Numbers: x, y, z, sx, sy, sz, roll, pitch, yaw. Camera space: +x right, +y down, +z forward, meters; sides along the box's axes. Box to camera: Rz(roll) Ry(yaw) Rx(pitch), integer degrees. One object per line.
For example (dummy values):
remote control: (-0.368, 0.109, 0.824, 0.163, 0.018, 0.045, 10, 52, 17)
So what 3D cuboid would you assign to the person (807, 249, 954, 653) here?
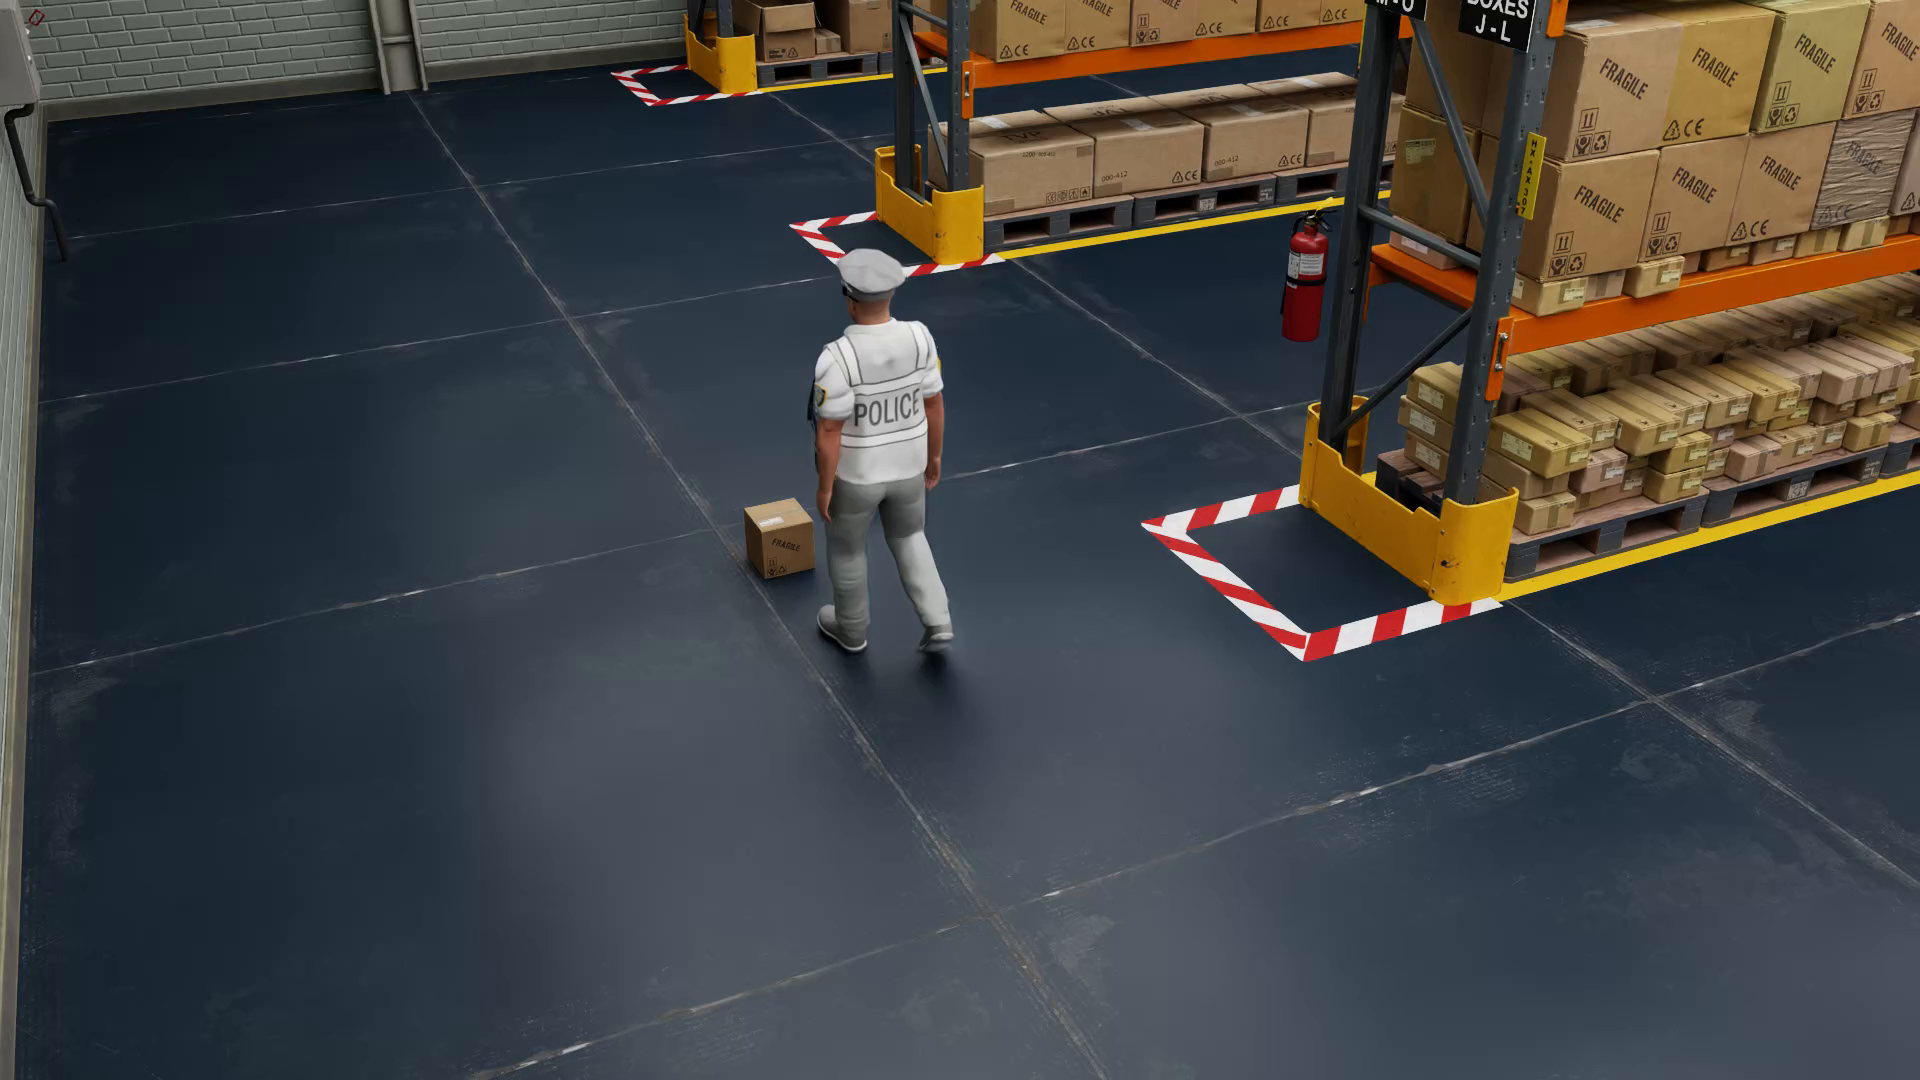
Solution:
person: (-0.329, -0.304, 6.632, 0.569, 1.763, 0.695, -15, 32, -25)
